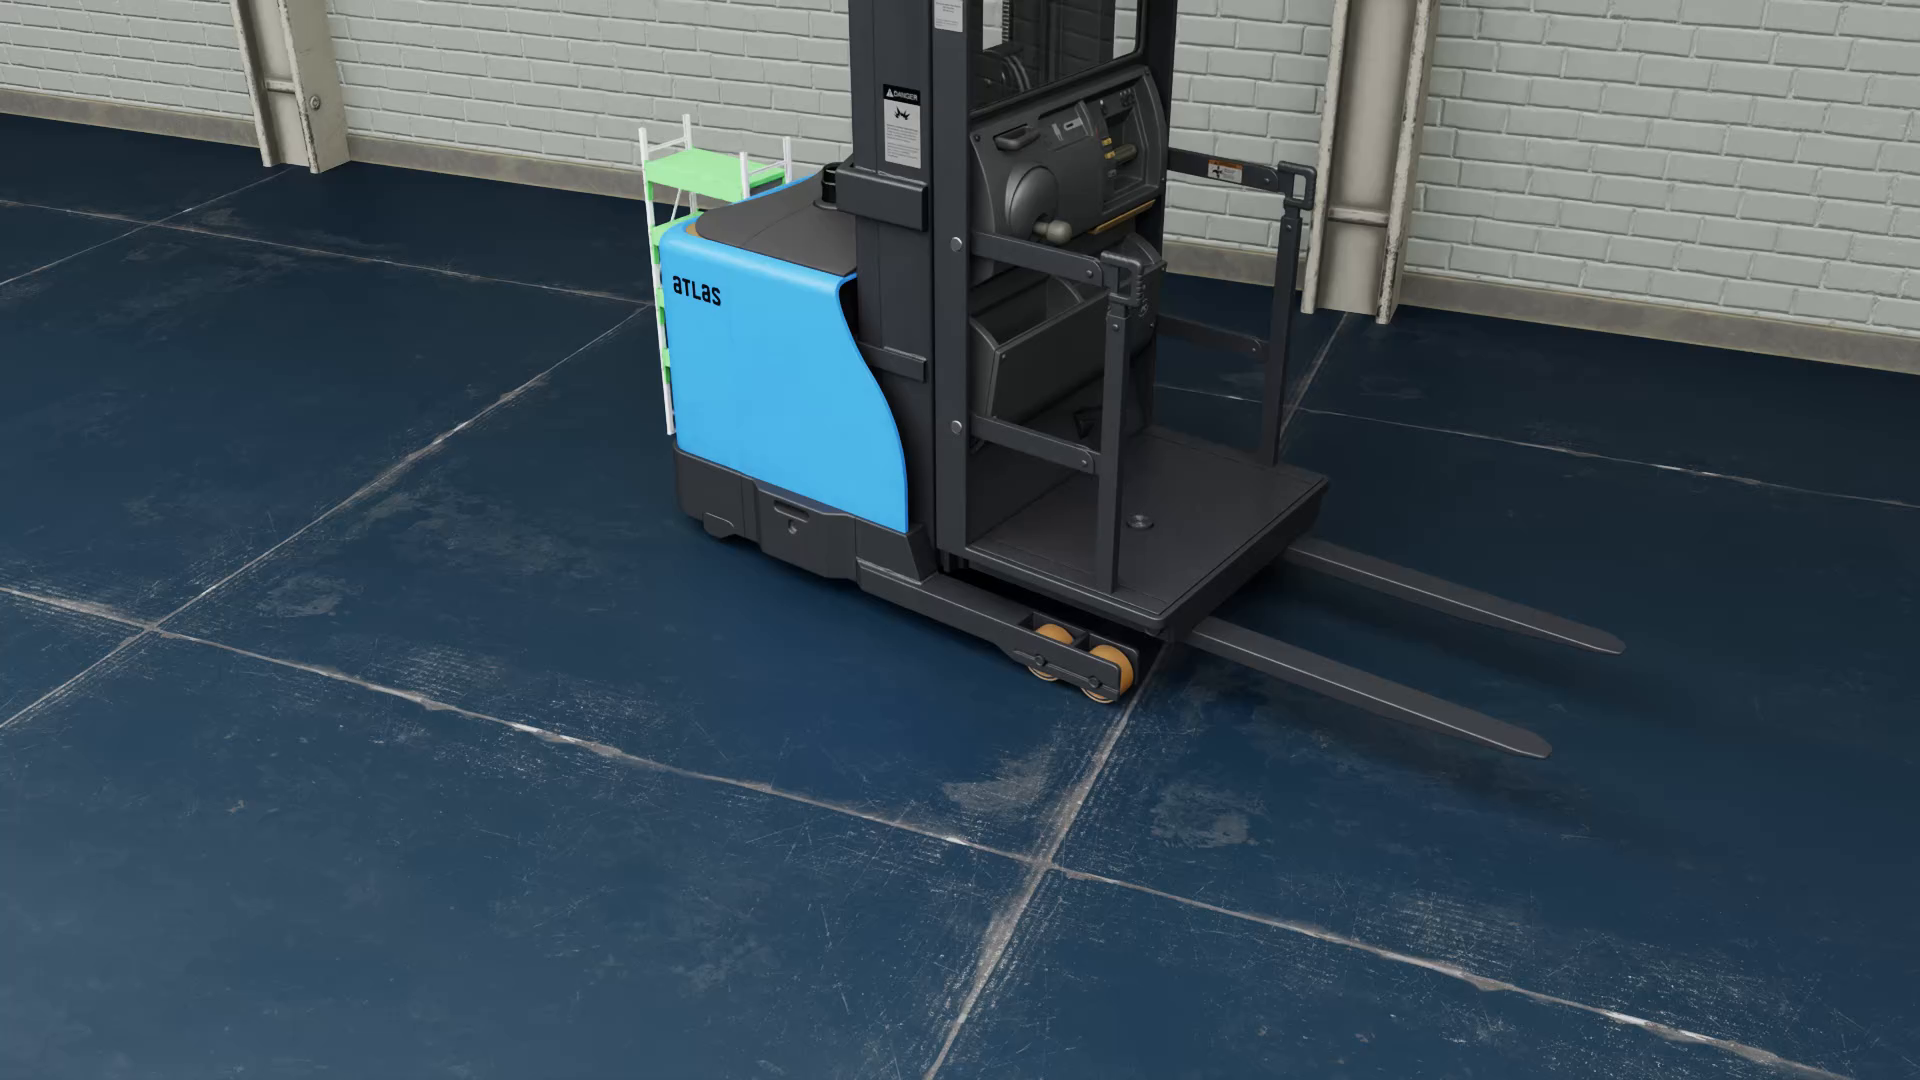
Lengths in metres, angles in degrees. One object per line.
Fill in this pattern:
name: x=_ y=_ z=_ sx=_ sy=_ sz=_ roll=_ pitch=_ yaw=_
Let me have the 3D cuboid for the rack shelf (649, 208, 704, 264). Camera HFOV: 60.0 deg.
rack shelf: x=-0.864 y=-1.061 z=6.049 sx=0.480 sy=0.148 sz=0.258 roll=20 pitch=35 yaw=31

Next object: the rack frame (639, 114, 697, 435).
rack frame: x=-1.060 y=-0.979 z=6.263 sx=0.015 sy=1.200 sz=0.240 roll=20 pitch=35 yaw=31

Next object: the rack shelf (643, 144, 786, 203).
rack shelf: x=-0.864 y=-1.270 z=5.931 sx=0.480 sy=0.148 sz=0.258 roll=20 pitch=35 yaw=31

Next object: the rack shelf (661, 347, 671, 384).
rack shelf: x=-0.864 y=-0.643 z=6.285 sx=0.480 sy=0.148 sz=0.258 roll=20 pitch=35 yaw=31

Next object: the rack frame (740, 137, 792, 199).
rack frame: x=-0.669 y=-0.836 z=6.009 sx=0.015 sy=1.200 sz=0.240 roll=20 pitch=35 yaw=31

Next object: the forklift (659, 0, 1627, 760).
forklift: x=0.499 y=-1.093 z=4.705 sx=3.031 sy=2.935 sz=1.130 roll=20 pitch=35 yaw=31

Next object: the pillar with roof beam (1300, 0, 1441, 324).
pillar with roof beam: x=0.176 y=-3.028 z=1.963 sx=0.400 sy=9.000 sz=9.100 roll=11 pitch=31 yaw=19

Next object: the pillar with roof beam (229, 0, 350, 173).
pillar with roof beam: x=-5.384 y=-4.138 z=3.926 sx=0.400 sy=9.000 sz=9.100 roll=11 pitch=31 yaw=19

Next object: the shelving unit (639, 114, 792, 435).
shelving unit: x=-0.864 y=-0.907 z=6.136 sx=0.503 sy=1.200 sz=0.258 roll=20 pitch=35 yaw=31

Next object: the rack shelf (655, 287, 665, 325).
rack shelf: x=-0.864 y=-0.852 z=6.167 sx=0.480 sy=0.148 sz=0.258 roll=20 pitch=35 yaw=31
